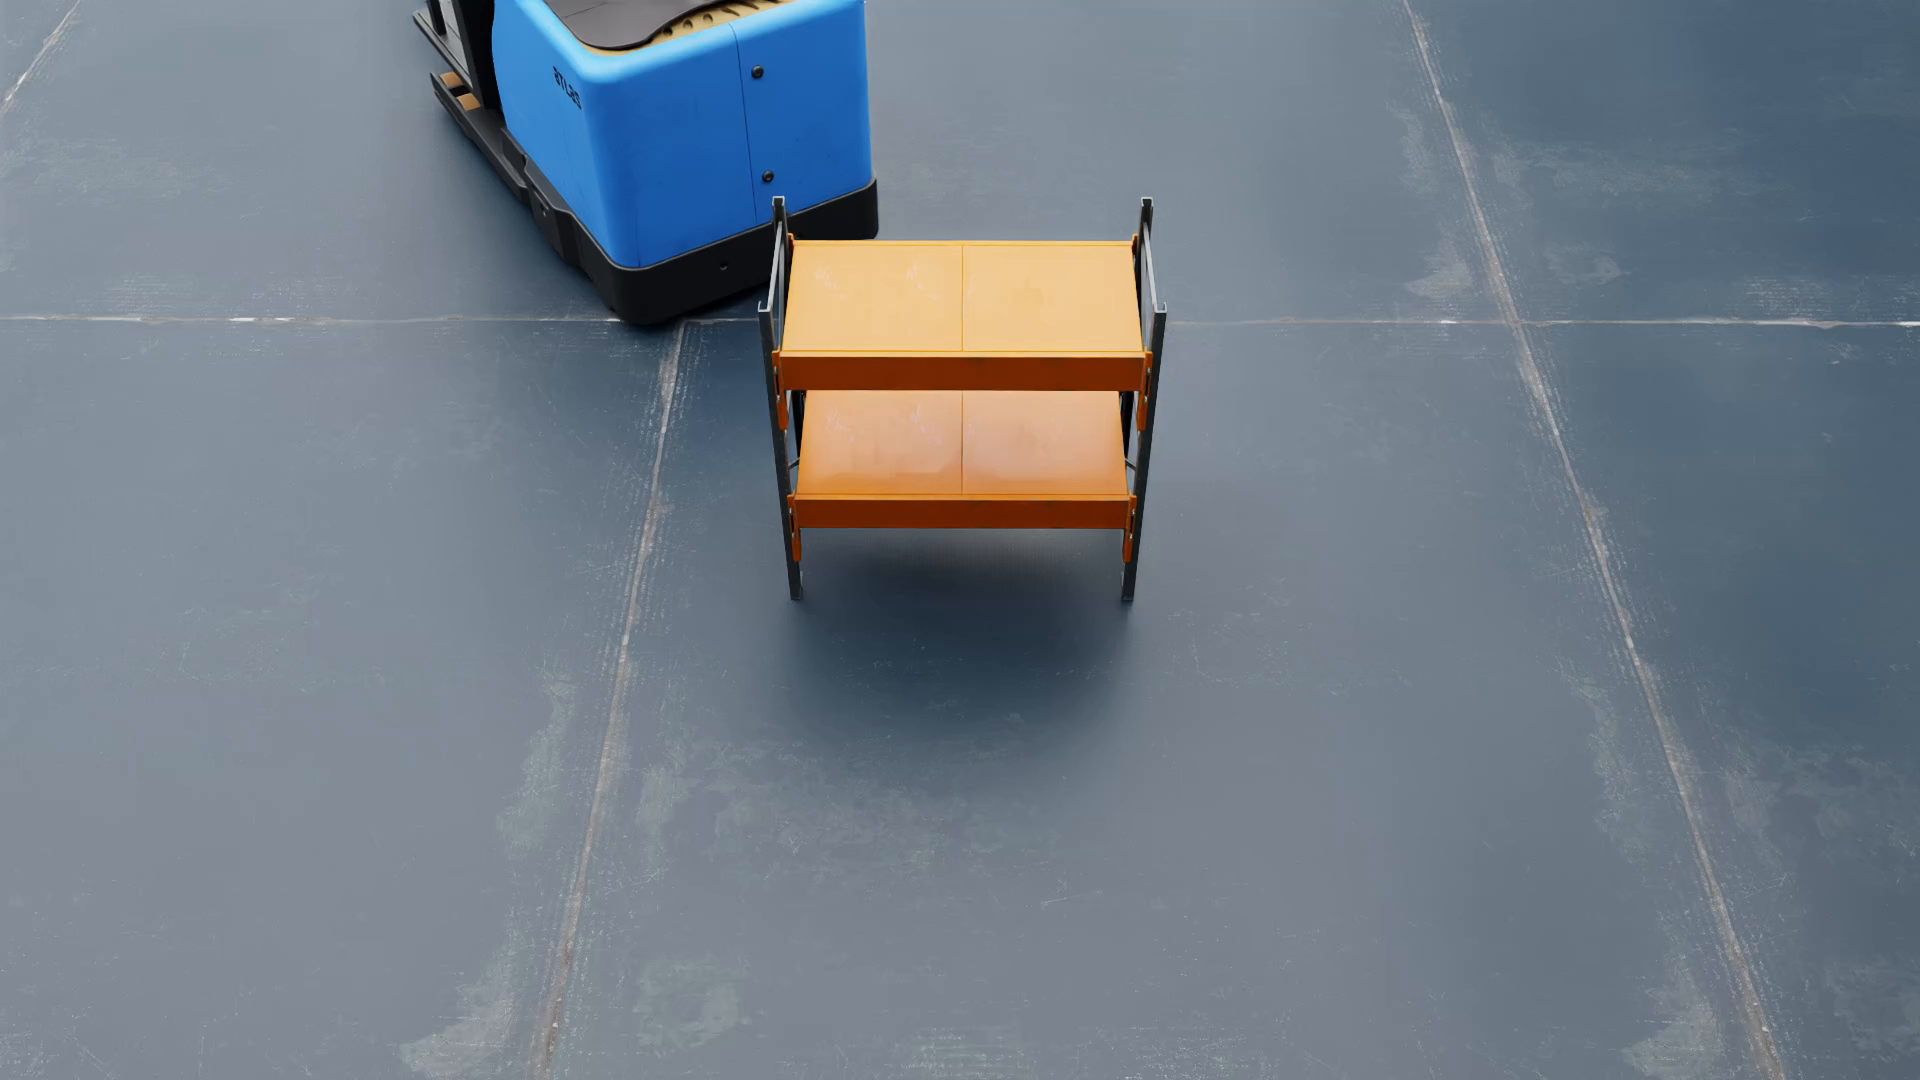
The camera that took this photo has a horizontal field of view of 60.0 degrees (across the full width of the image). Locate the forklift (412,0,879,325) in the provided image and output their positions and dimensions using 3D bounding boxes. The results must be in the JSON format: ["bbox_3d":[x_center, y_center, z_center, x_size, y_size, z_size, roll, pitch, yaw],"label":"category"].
[{"bbox_3d":[-1.519,-2.819,5.871,1.130,2.935,3.031,-25,52,-21],"label":"forklift"}]

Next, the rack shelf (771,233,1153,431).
[{"bbox_3d":[0.007,-0.583,4.624,1.000,0.278,0.538,0,47,0],"label":"rack shelf"}]

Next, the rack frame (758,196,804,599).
[{"bbox_3d":[-0.502,-0.385,4.840,0.032,1.125,0.500,0,47,0],"label":"rack frame"}]

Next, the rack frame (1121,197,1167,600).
[{"bbox_3d":[0.515,-0.382,4.837,0.032,1.125,0.500,0,47,0],"label":"rack frame"}]

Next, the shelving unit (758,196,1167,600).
[{"bbox_3d":[0.007,-0.383,4.838,1.048,1.125,0.538,0,47,0],"label":"shelving unit"}]

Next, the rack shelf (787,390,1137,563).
[{"bbox_3d":[0.007,-0.217,5.017,1.000,0.278,0.538,0,47,0],"label":"rack shelf"}]
